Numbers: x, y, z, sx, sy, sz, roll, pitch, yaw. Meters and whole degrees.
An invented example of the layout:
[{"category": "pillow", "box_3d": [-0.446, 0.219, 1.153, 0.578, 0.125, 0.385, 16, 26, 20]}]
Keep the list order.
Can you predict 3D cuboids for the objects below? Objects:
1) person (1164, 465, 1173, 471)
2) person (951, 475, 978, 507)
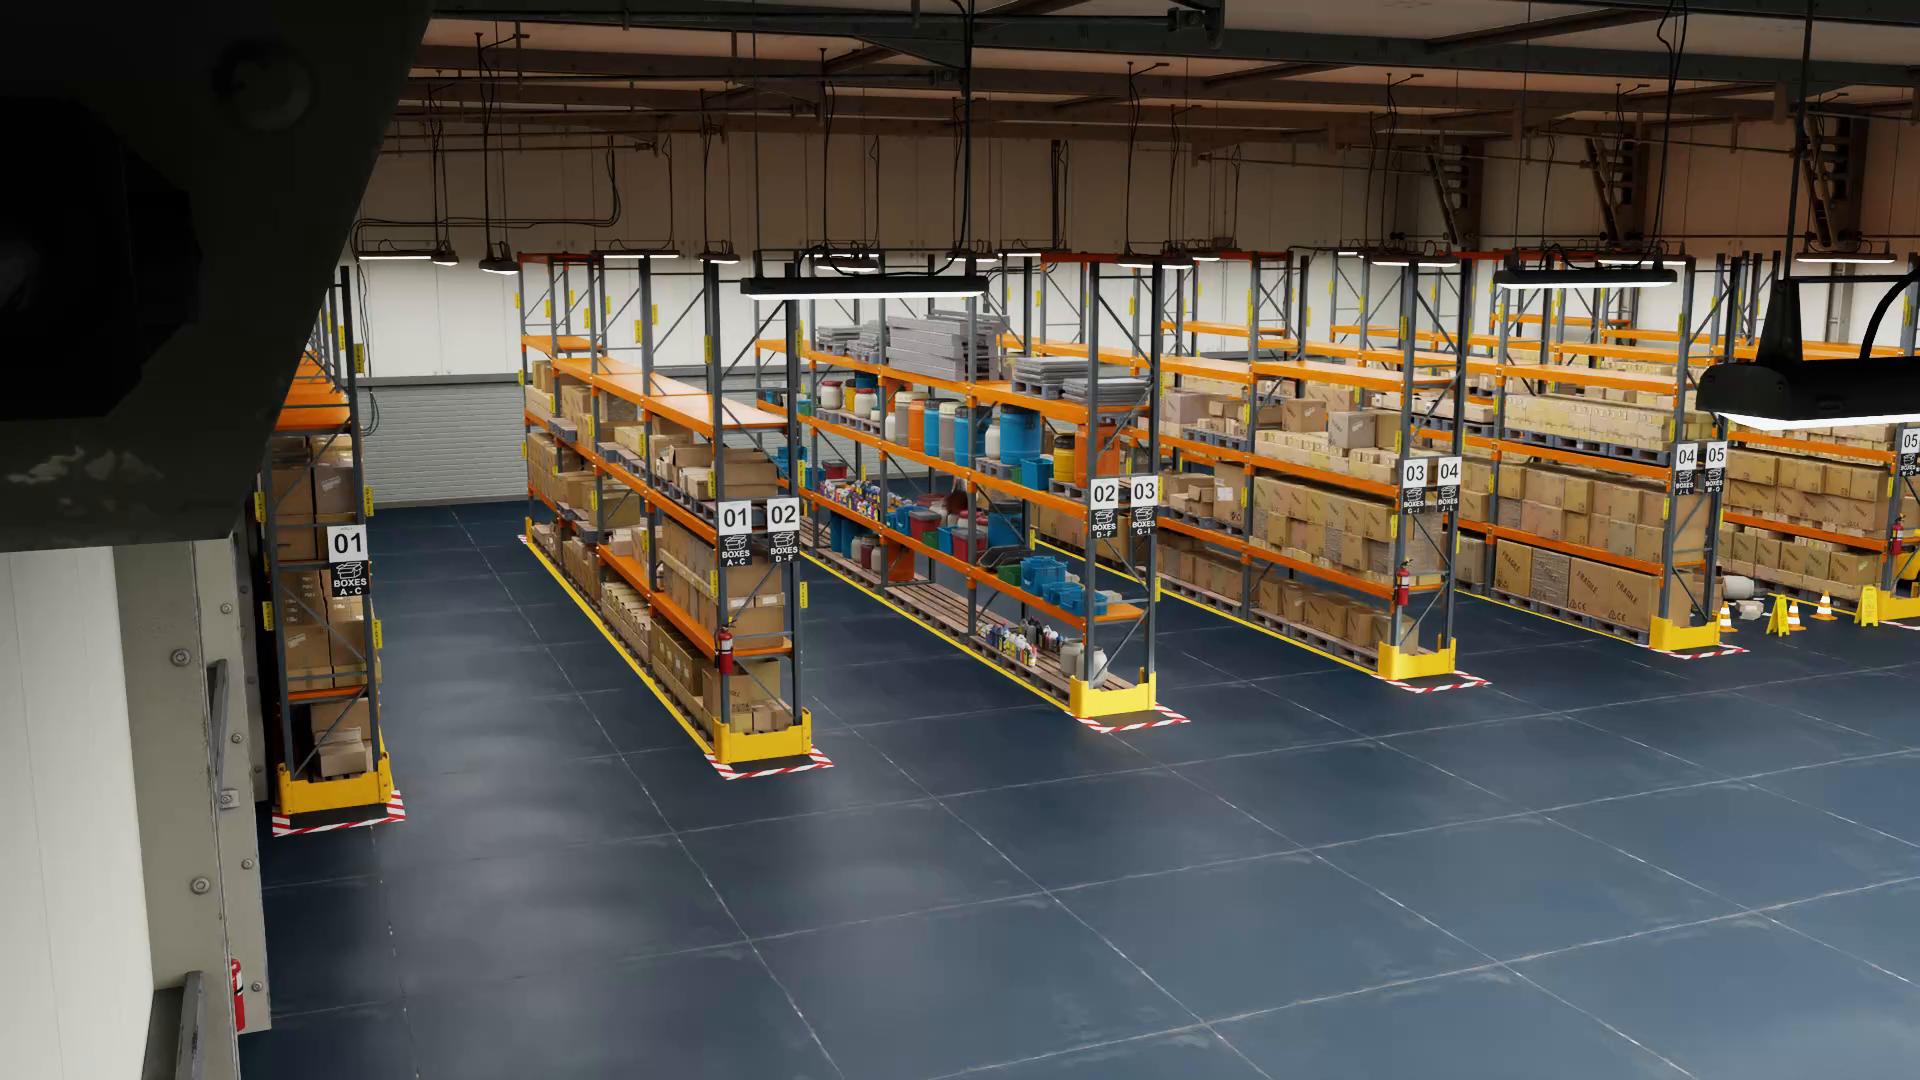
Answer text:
[{"category": "person", "box_3d": [4.257, -0.694, 34.139, 0.380, 1.681, 0.458, -4, 11, -19]}, {"category": "person", "box_3d": [0.035, -0.980, 35.458, 0.629, 1.778, 0.548, -10, 14, -42]}]
